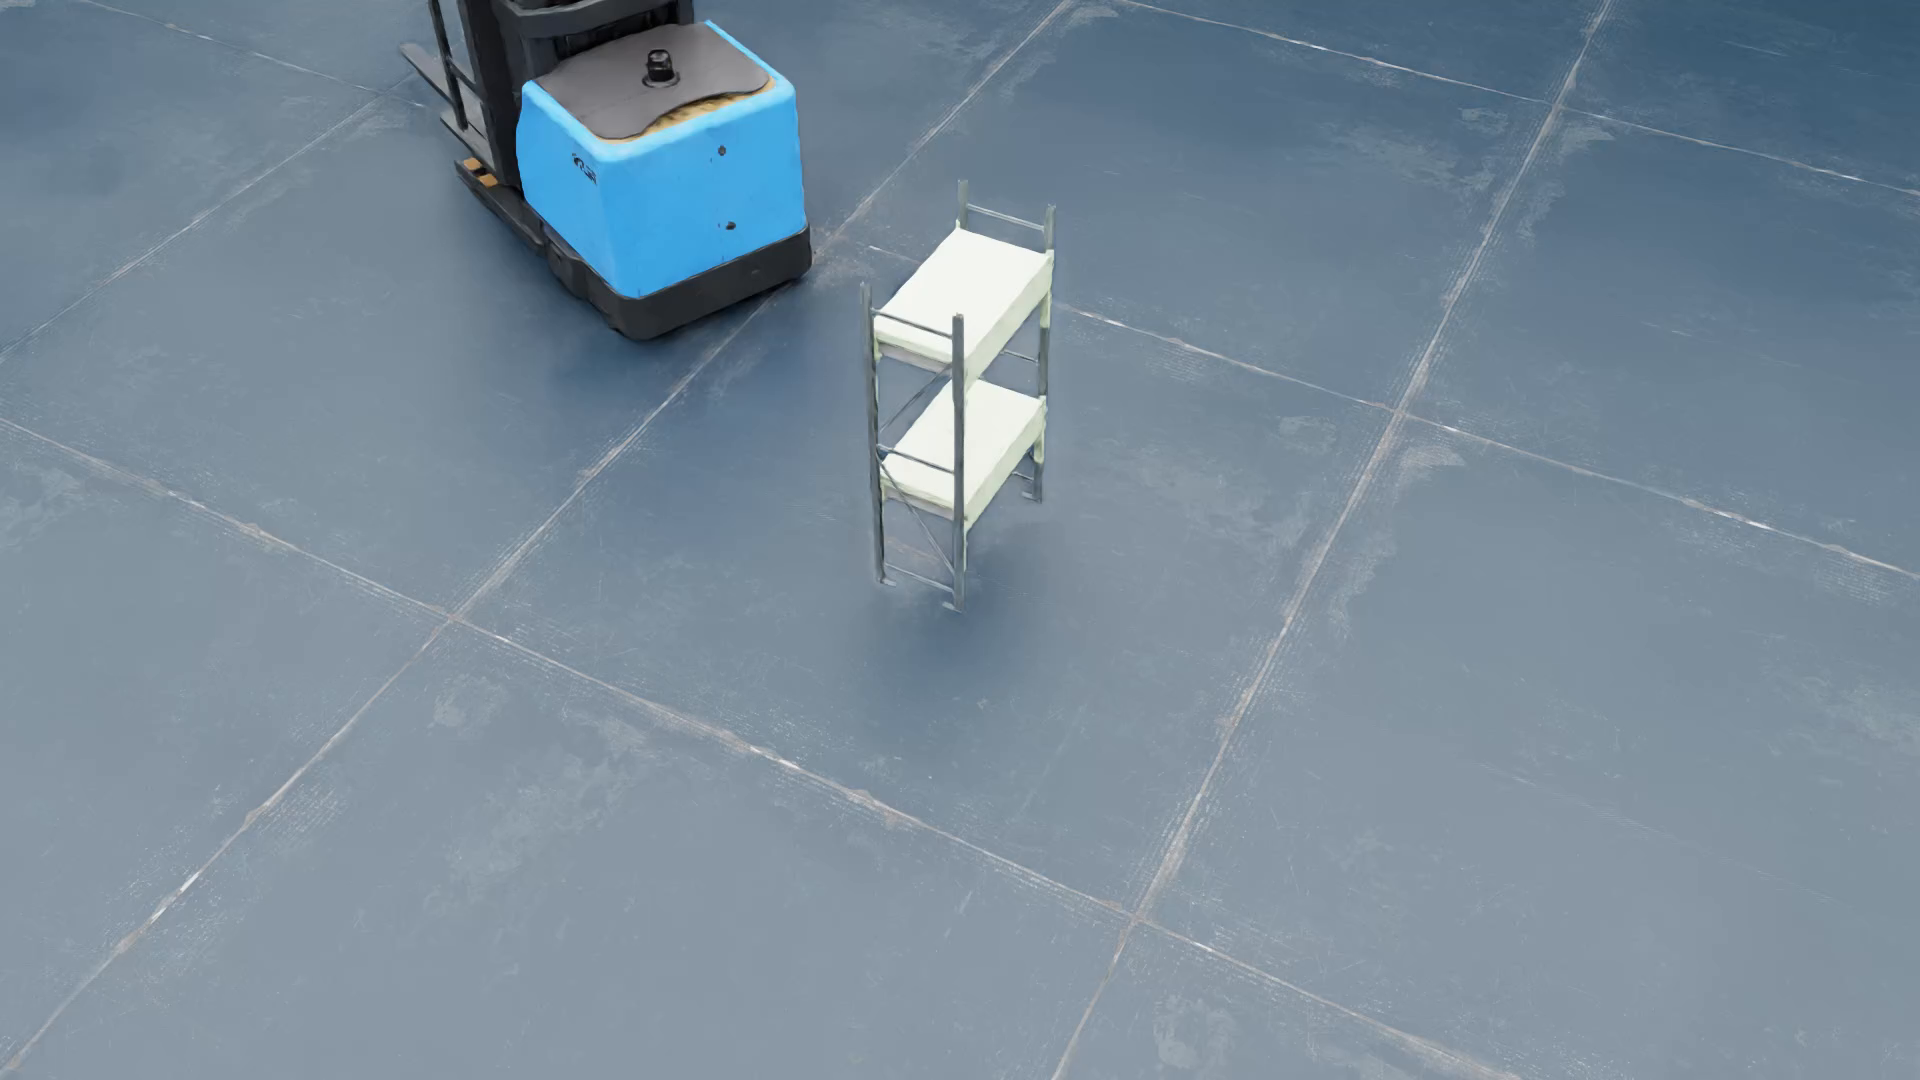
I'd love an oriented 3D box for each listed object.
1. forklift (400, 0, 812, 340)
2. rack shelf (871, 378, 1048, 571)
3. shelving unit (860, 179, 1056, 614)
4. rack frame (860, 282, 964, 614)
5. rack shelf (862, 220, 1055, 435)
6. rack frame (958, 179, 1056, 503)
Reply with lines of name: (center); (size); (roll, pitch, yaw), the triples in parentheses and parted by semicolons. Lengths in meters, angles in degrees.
forklift: (-2.024, -2.978, 7.913); (1.130, 2.935, 3.031); (-28, 52, -25)
rack shelf: (0.003, -0.302, 6.732); (0.431, 0.370, 0.720); (20, 49, 19)
shelving unit: (0.003, -0.531, 6.501); (0.431, 1.500, 0.755); (20, 49, 19)
rack frame: (-0.167, -0.301, 6.273); (0.400, 1.500, 0.023); (20, 49, 19)
rack shelf: (0.003, -0.806, 6.223); (0.431, 0.370, 0.720); (20, 49, 19)
rack frame: (0.173, -0.762, 6.729); (0.400, 1.500, 0.023); (20, 49, 19)
